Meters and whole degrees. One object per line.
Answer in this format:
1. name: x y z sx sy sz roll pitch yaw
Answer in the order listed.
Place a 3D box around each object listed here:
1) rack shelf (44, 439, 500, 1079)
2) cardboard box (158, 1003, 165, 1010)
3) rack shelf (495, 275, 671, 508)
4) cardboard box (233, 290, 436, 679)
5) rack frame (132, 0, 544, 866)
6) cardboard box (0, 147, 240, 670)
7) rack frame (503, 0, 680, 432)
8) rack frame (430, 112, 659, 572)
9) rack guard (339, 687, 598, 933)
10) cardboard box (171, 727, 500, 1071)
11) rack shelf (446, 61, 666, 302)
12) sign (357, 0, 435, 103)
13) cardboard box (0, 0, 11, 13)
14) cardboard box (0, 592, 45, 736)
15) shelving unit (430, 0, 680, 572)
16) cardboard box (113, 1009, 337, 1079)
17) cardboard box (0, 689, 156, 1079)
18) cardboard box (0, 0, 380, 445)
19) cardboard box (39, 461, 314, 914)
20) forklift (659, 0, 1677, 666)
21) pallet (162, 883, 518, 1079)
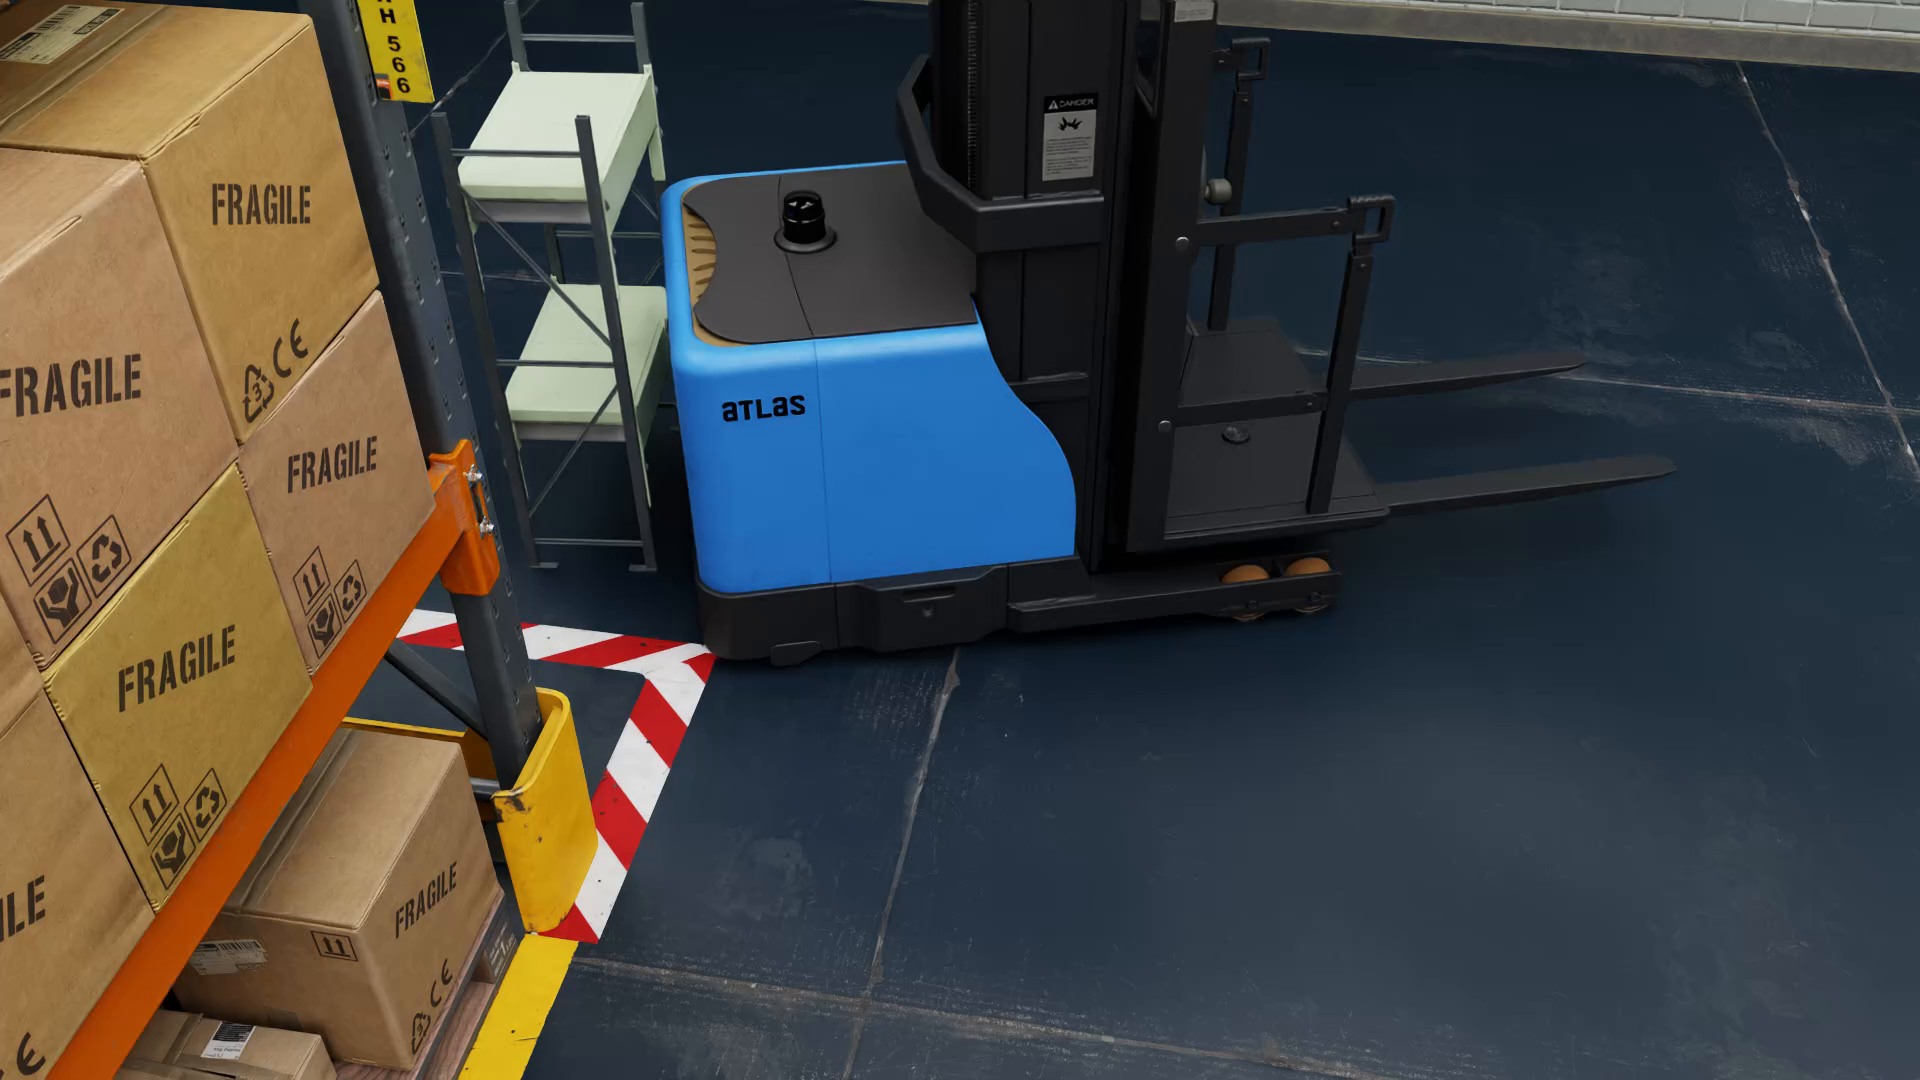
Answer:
1. rack shelf: -1.863 1.127 2.097 1.077 0.370 4.000 6 40 8
2. cardboard box: -1.977 1.109 3.368 0.500 0.250 0.500 6 40 8
3. rack shelf: -1.119 -0.473 5.156 0.431 0.370 0.720 1 40 2
4. cardboard box: -1.326 -0.133 2.978 0.500 0.500 0.500 8 40 9
5. rack frame: -1.517 -0.405 3.386 1.000 3.000 0.127 6 40 8
6. cardboard box: -1.409 -0.202 2.278 0.500 0.500 0.500 7 40 9
7. rack frame: -1.105 -0.957 5.230 0.400 1.500 0.023 1 40 2
8. rack frame: -1.133 -0.491 4.667 0.400 1.500 0.023 1 40 2
9. rack guard: -1.530 0.606 4.125 1.175 0.500 0.348 6 40 8
10. cardboard box: -1.368 0.757 3.597 0.500 0.500 0.500 6 40 8
11. rack shelf: -1.119 -1.025 4.700 0.431 0.370 0.720 1 40 2
12. sign: -0.973 -0.900 2.827 0.100 0.325 0.005 6 40 8
13. cardboard box: -1.853 -0.580 2.734 0.500 0.500 0.500 8 40 9
14. cardboard box: -1.494 0.124 1.883 0.500 0.500 0.500 7 40 9
15. shelving unit: -1.119 -0.724 4.949 0.431 1.500 0.755 1 40 2
16. cardboard box: -1.527 1.130 3.408 0.380 0.166 0.250 6 40 8
17. cardboard box: -1.504 0.506 2.206 0.500 0.500 0.500 7 40 8
18. cardboard box: -1.323 -0.519 2.661 0.500 0.500 0.500 6 40 7
19. cardboard box: -1.412 0.193 2.584 0.500 0.500 0.500 7 40 8
20. forklift: 0.680 -1.218 4.423 3.031 2.935 1.130 -6 40 -8
21. pallet: -1.667 1.218 3.612 1.003 0.211 1.213 6 40 8
